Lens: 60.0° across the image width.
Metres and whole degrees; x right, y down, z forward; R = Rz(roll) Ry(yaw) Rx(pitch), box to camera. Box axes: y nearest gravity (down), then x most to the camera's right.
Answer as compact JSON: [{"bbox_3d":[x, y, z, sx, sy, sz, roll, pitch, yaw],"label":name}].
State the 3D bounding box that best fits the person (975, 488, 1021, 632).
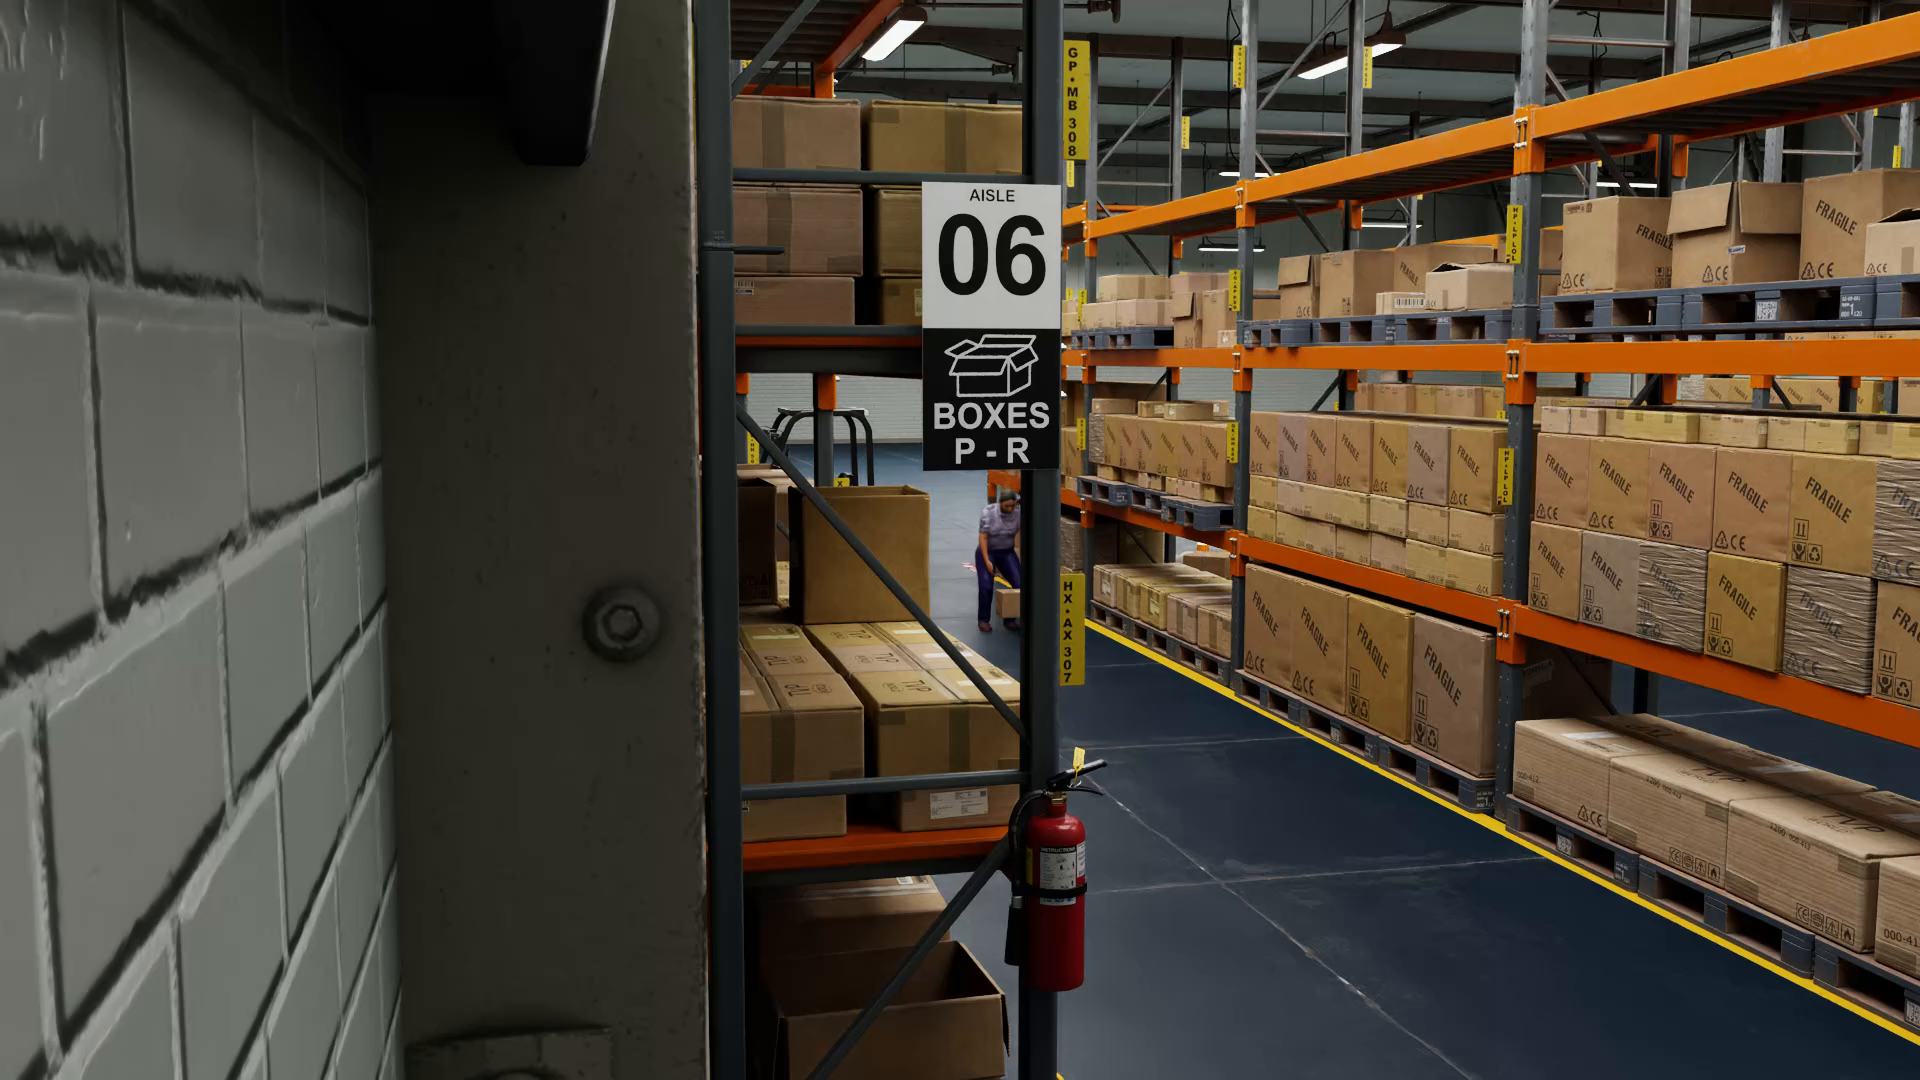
[{"bbox_3d":[0.426,0.188,16.724,0.531,1.446,0.594,-1,6,-13],"label":"person"}]
